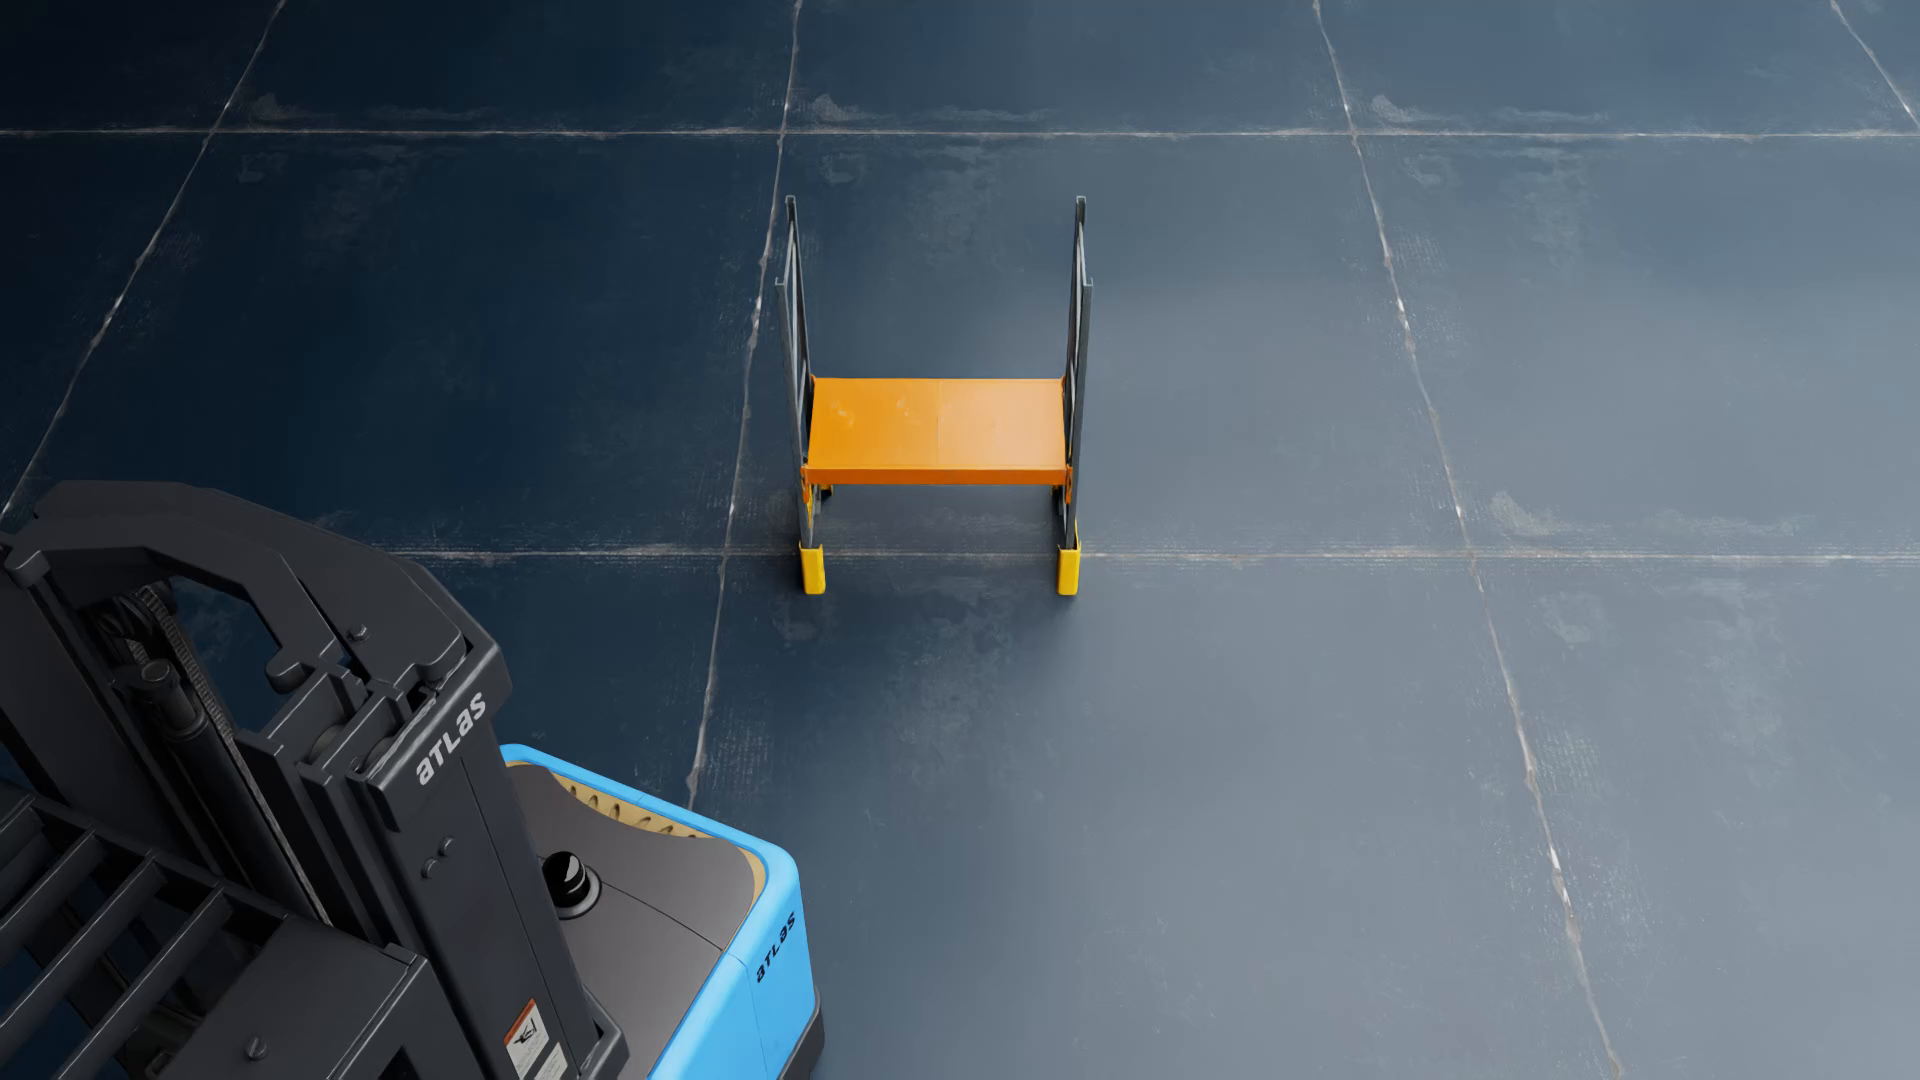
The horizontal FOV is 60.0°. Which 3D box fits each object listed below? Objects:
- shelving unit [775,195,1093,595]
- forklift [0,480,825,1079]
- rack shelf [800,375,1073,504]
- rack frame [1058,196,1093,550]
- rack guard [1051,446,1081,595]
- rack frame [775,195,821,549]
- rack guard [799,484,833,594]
[{"bbox_3d":[-0.076,-0.511,6.201,1.083,1.500,0.587,0,47,0],"label":"shelving unit"},{"bbox_3d":[-1.488,1.426,3.421,1.130,2.935,3.031,18,50,16],"label":"forklift"},{"bbox_3d":[-0.085,-0.389,6.333,1.000,0.185,0.538,0,47,0],"label":"rack shelf"},{"bbox_3d":[0.423,-0.510,6.200,0.032,1.500,0.500,0,47,0],"label":"rack frame"},{"bbox_3d":[0.422,-0.084,6.657,0.087,0.250,0.587,0,47,0],"label":"rack guard"},{"bbox_3d":[-0.594,-0.513,6.203,0.032,1.500,0.500,0,47,0],"label":"rack frame"},{"bbox_3d":[-0.574,-0.087,6.660,0.087,0.250,0.587,0,47,0],"label":"rack guard"}]
